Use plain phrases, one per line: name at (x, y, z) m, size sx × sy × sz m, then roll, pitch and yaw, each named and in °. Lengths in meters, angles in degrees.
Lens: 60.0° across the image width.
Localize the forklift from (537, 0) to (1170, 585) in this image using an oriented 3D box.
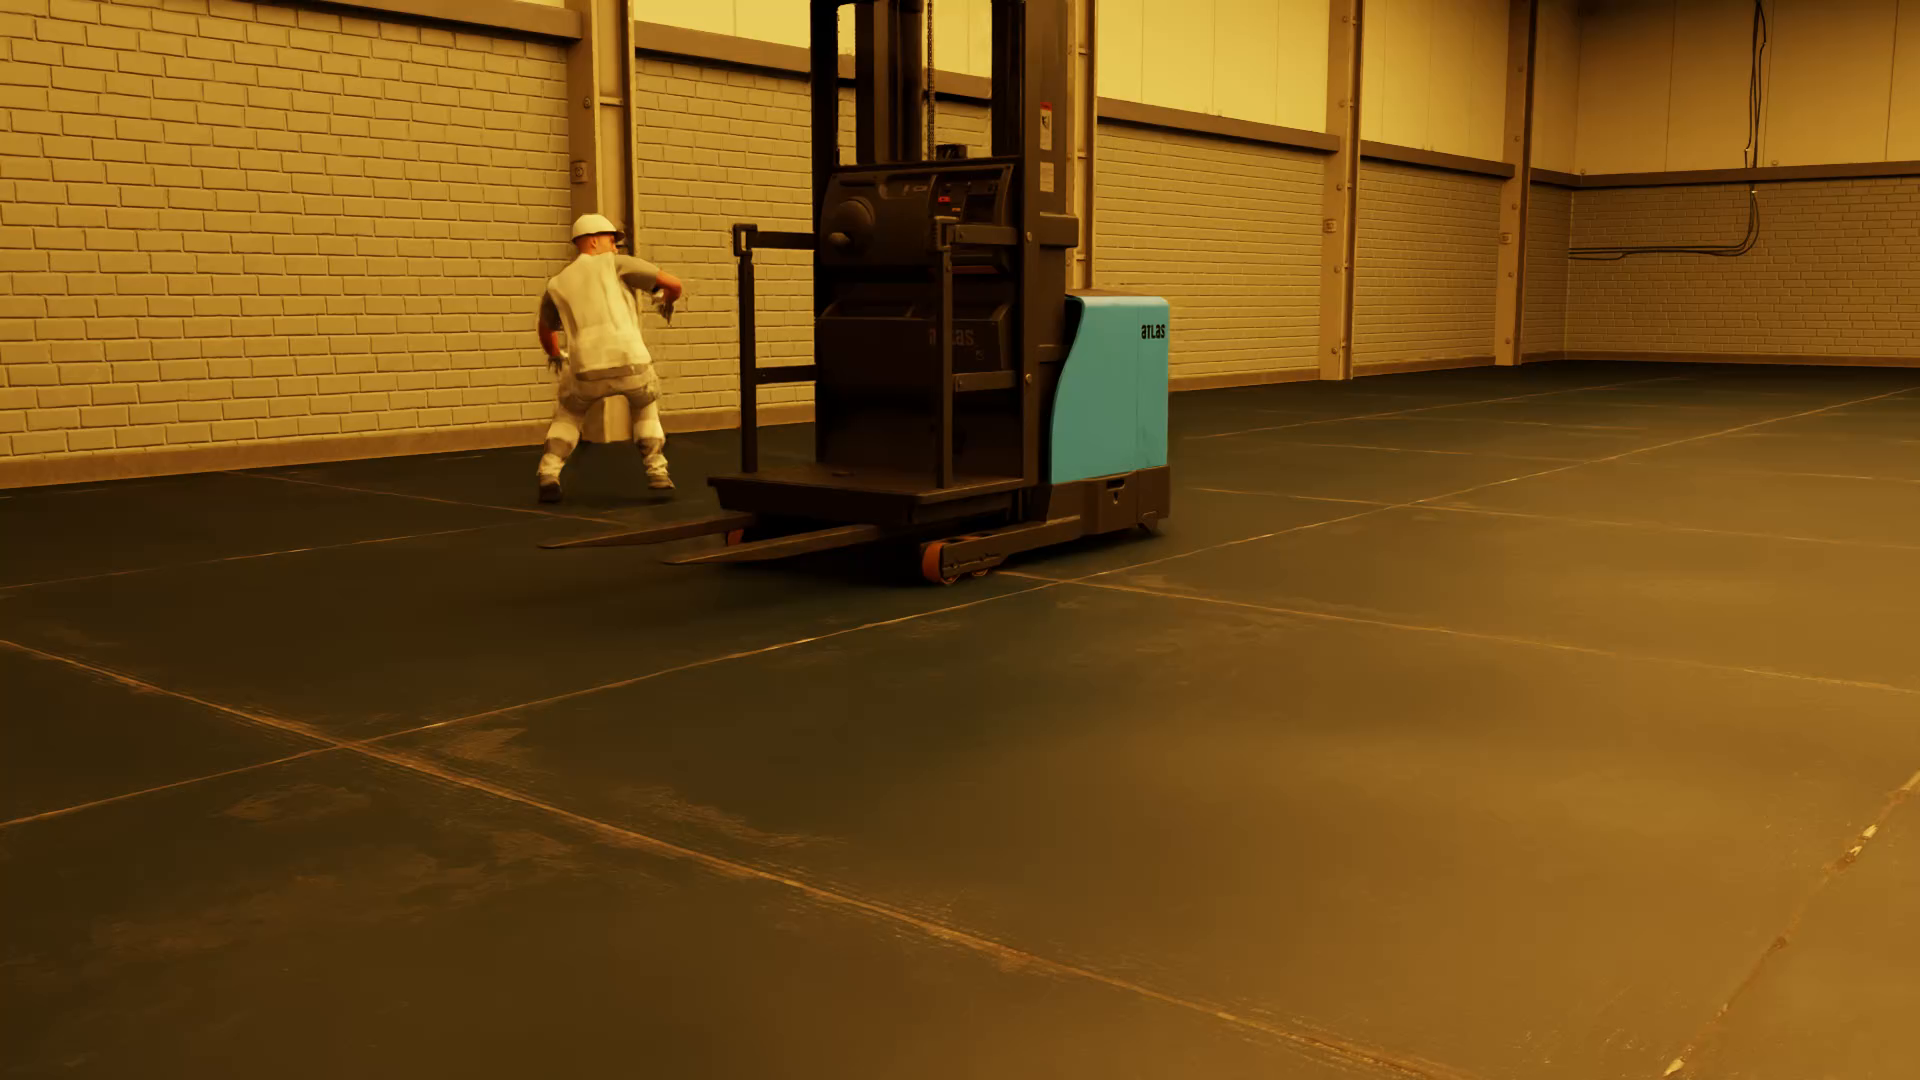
forklift at (-0.306, -1.360, 6.574) m, size 1.130 × 2.935 × 3.031 m, roll 6°, pitch 10°, yaw 35°

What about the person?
person at (-1.839, -0.946, 8.758) m, size 0.804 × 1.514 × 0.903 m, roll 0°, pitch 8°, yaw -3°
